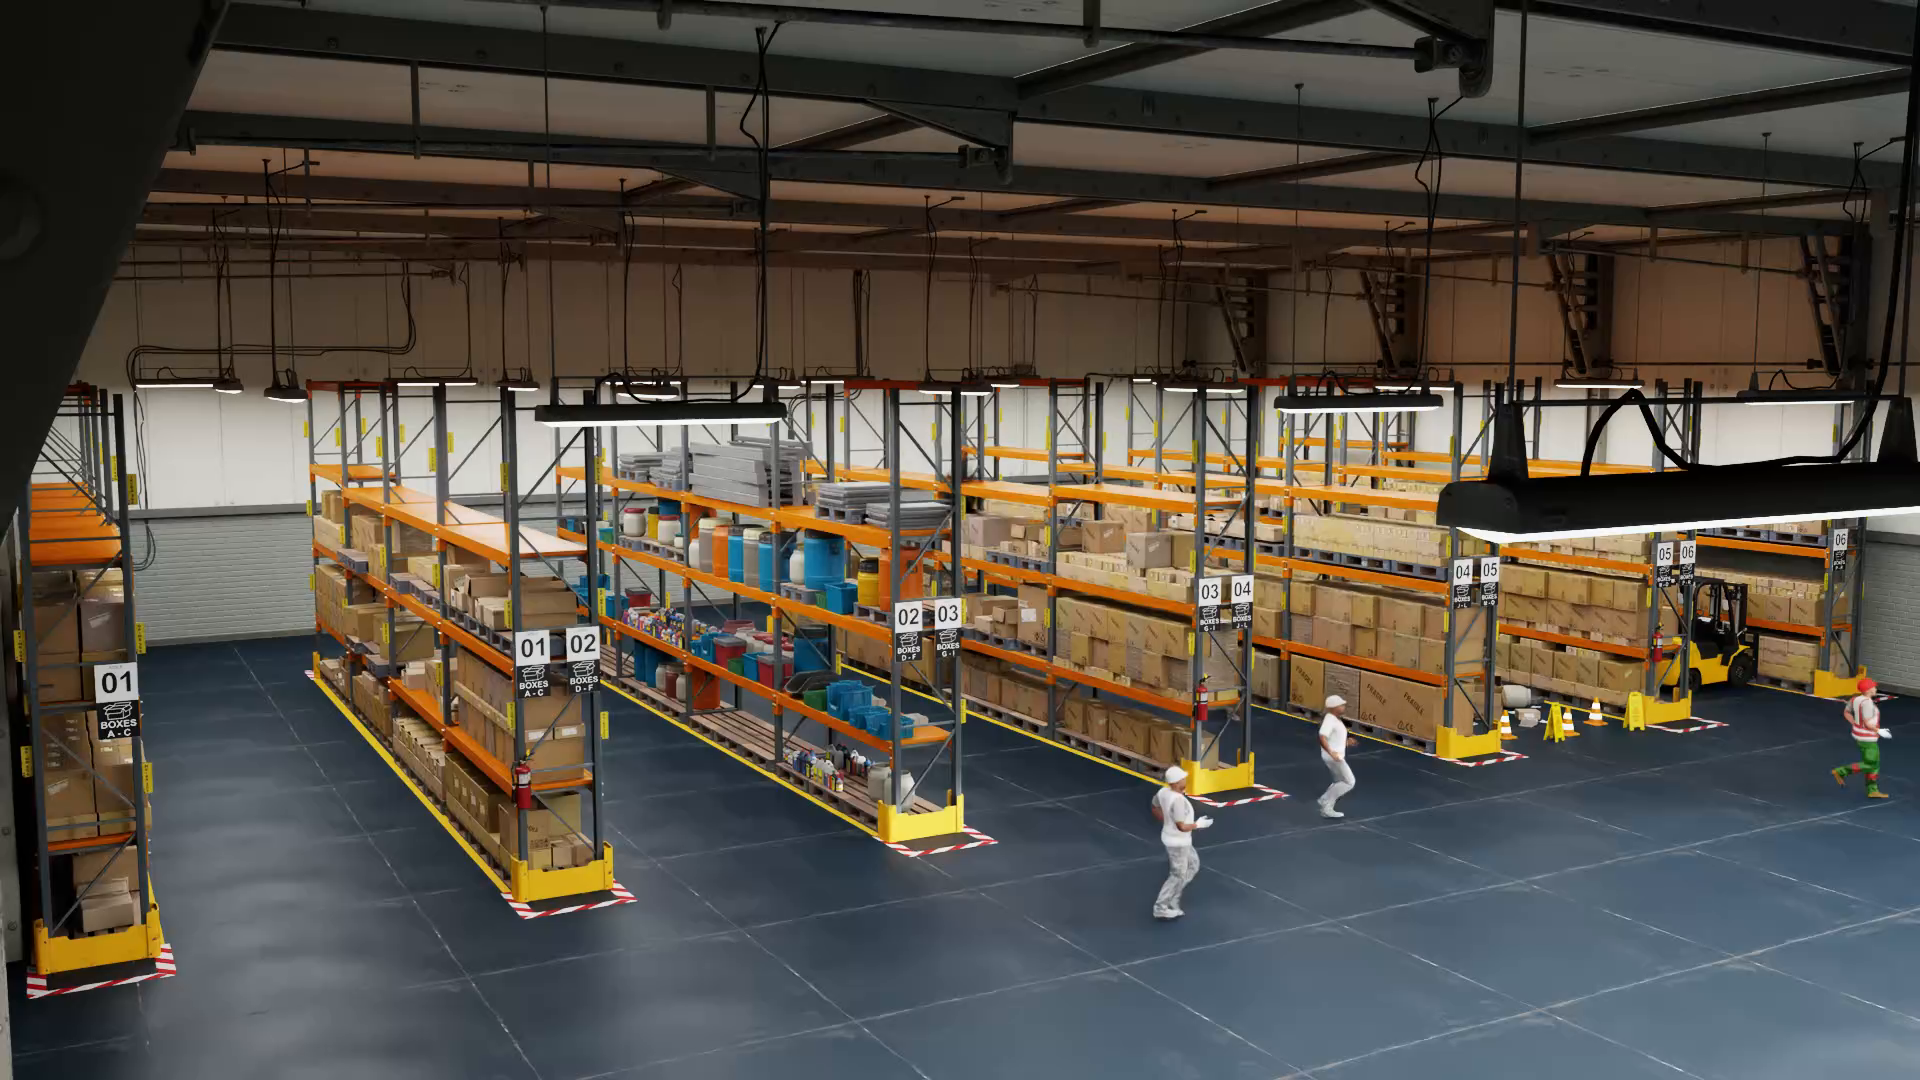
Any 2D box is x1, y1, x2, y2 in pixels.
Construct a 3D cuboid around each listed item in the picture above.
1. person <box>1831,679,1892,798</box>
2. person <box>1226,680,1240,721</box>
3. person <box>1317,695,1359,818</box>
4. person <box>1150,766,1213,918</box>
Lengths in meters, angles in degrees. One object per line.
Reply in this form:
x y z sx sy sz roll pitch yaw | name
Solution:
13.224 2.893 24.232 0.669 1.762 0.655 1 6 11 | person
4.638 2.327 29.602 0.664 1.725 0.954 -5 8 -41 | person
5.264 3.018 23.115 0.567 1.729 0.713 1 6 11 | person
2.525 3.442 18.916 0.652 1.779 0.662 0 6 -3 | person
